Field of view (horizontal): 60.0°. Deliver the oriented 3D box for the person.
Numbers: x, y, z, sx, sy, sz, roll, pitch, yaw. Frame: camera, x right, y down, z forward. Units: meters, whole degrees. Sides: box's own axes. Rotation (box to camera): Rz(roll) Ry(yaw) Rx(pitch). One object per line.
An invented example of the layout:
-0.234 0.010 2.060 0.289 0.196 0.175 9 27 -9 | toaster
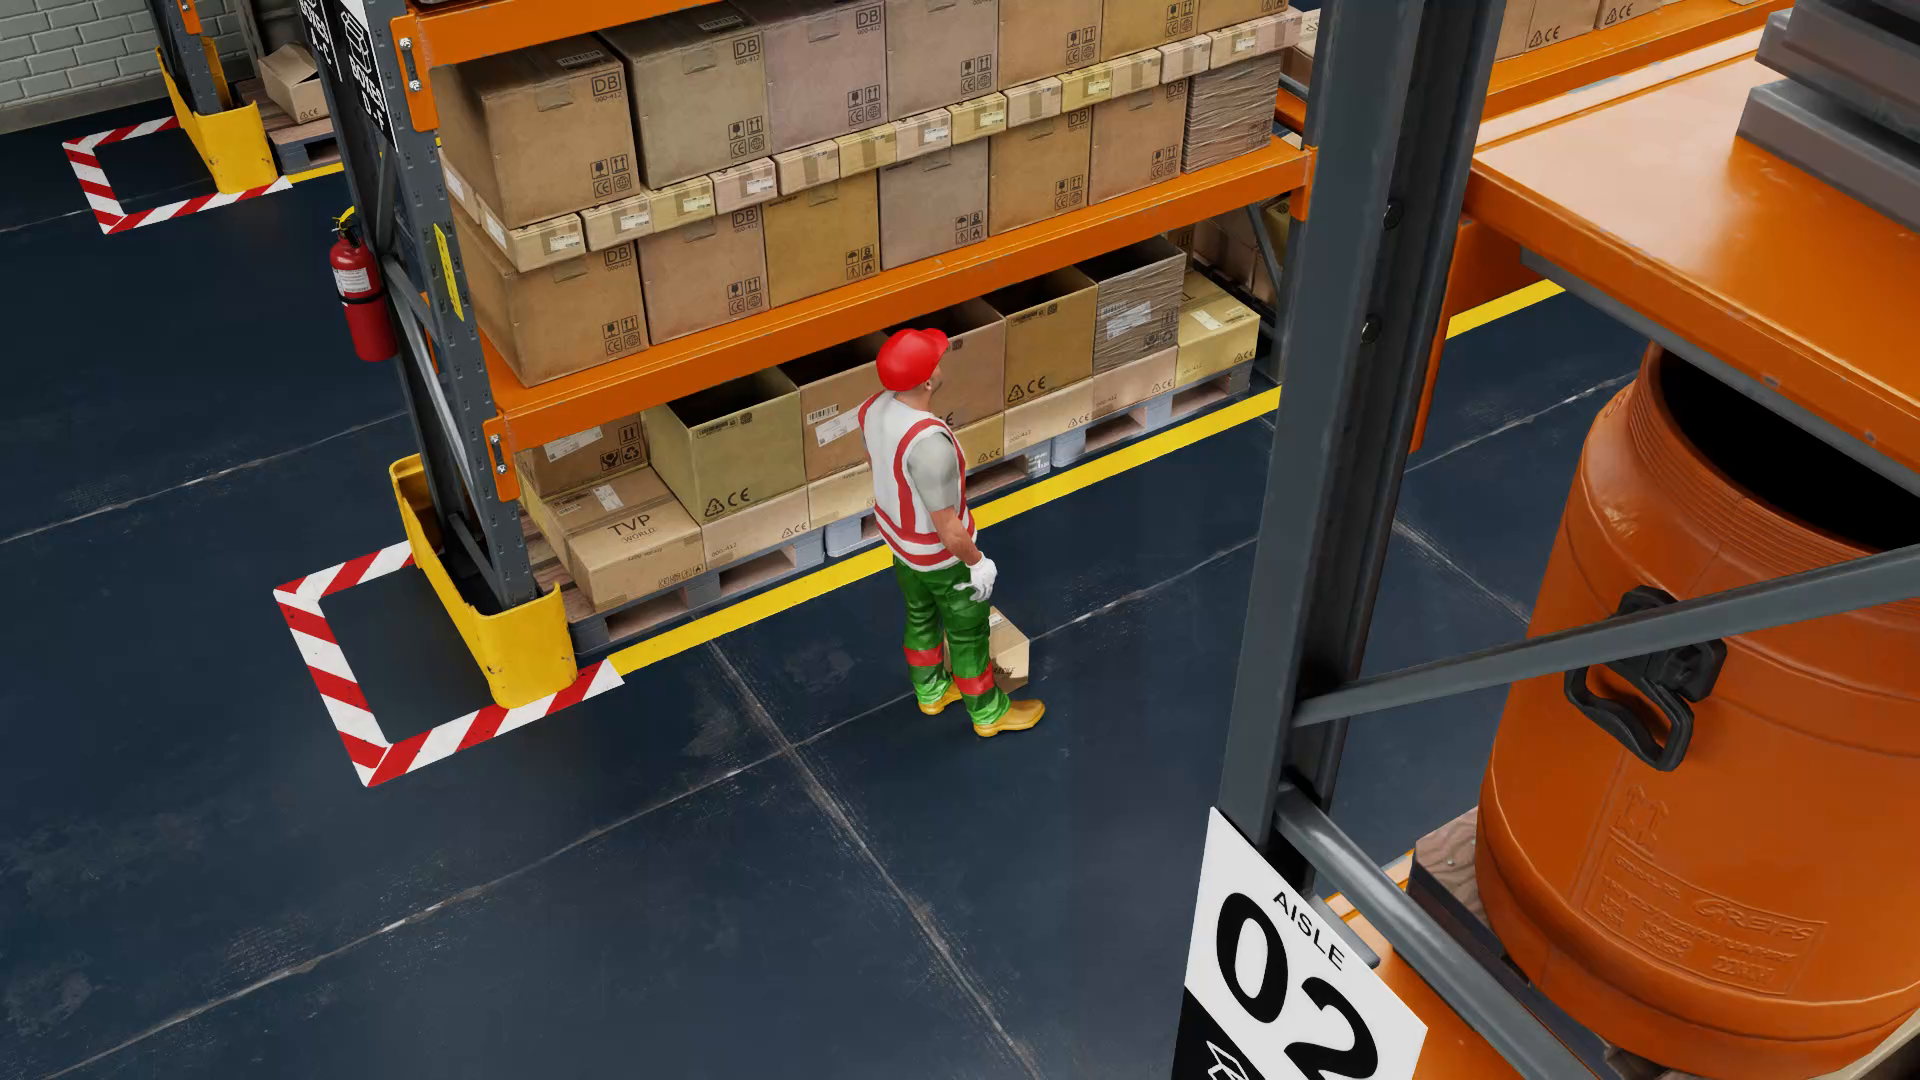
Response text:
-0.038 -0.032 6.161 0.562 1.790 0.637 -22 45 -24 | person
